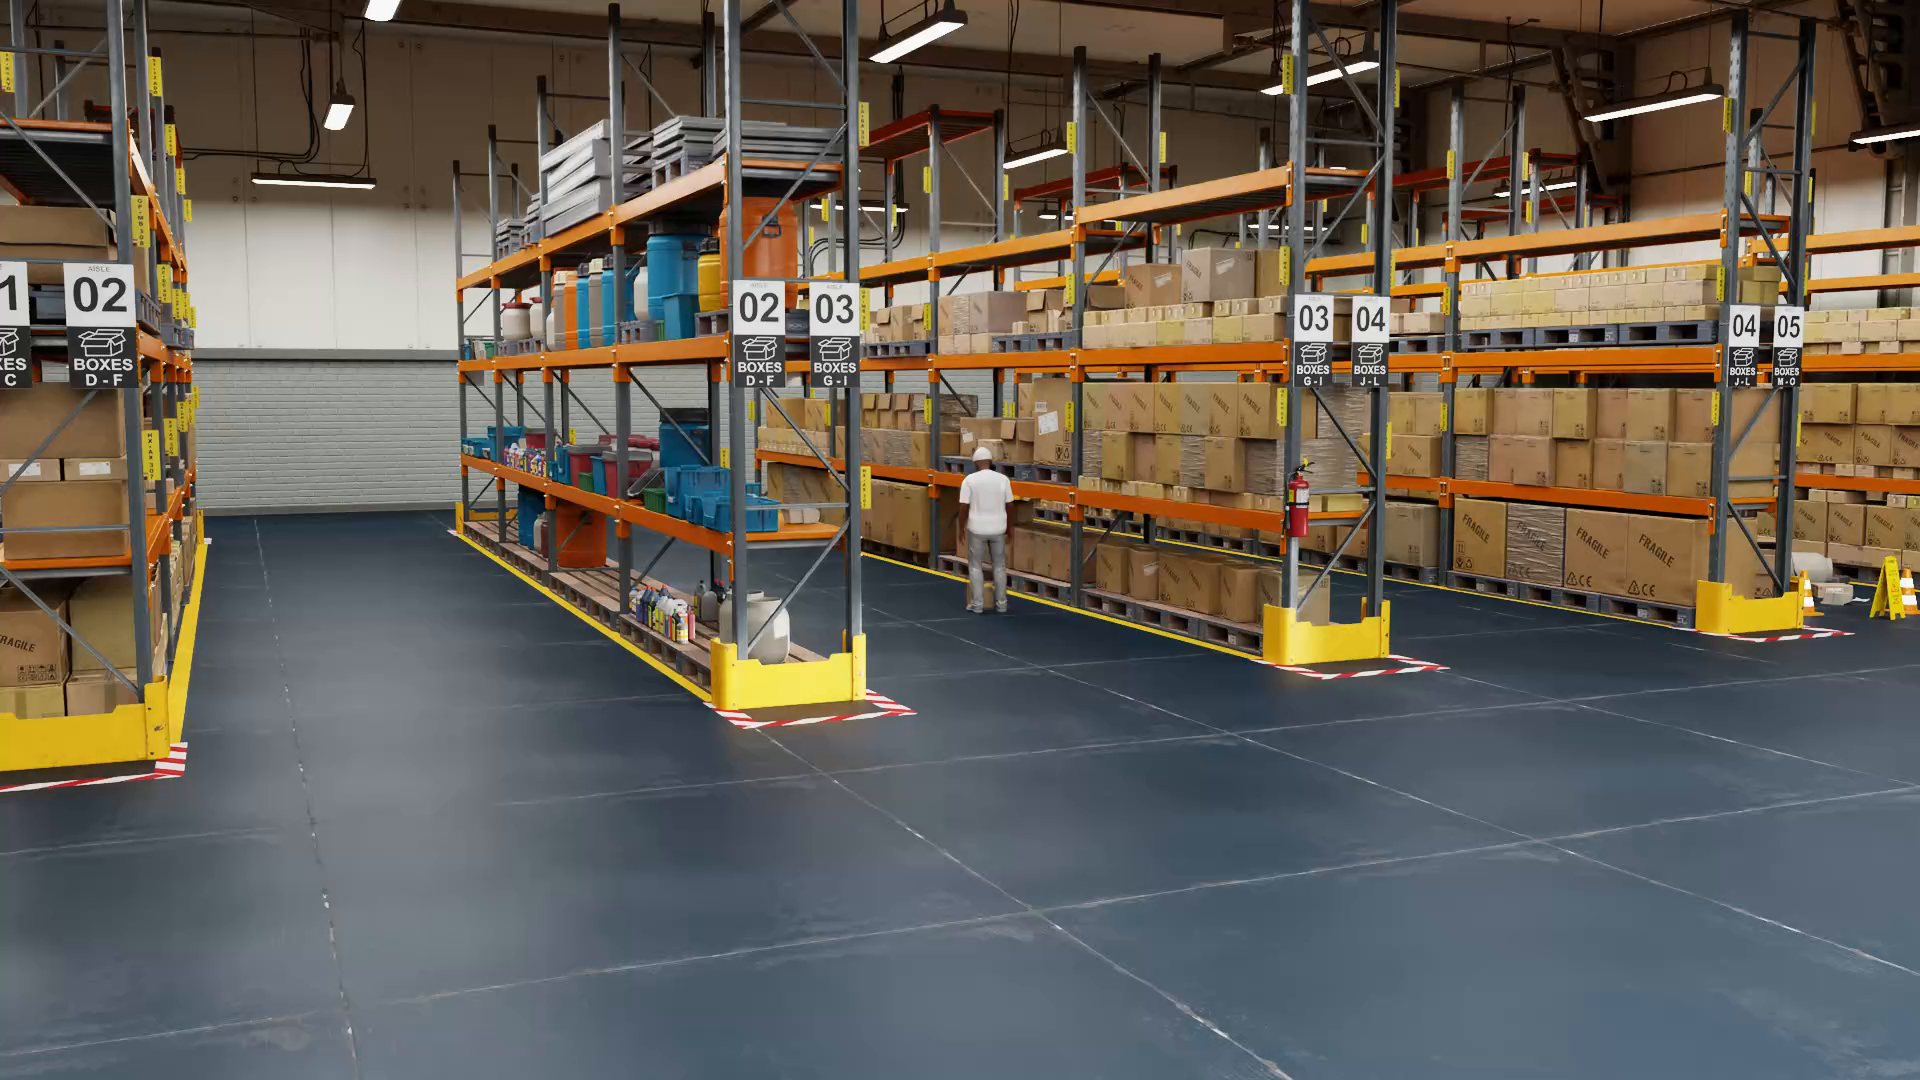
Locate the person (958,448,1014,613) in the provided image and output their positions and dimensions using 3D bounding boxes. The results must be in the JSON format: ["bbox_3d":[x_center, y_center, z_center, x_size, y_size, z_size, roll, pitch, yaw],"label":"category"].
[{"bbox_3d":[0.274,-0.107,17.810,0.616,1.760,0.458,-1,5,-12],"label":"person"}]
